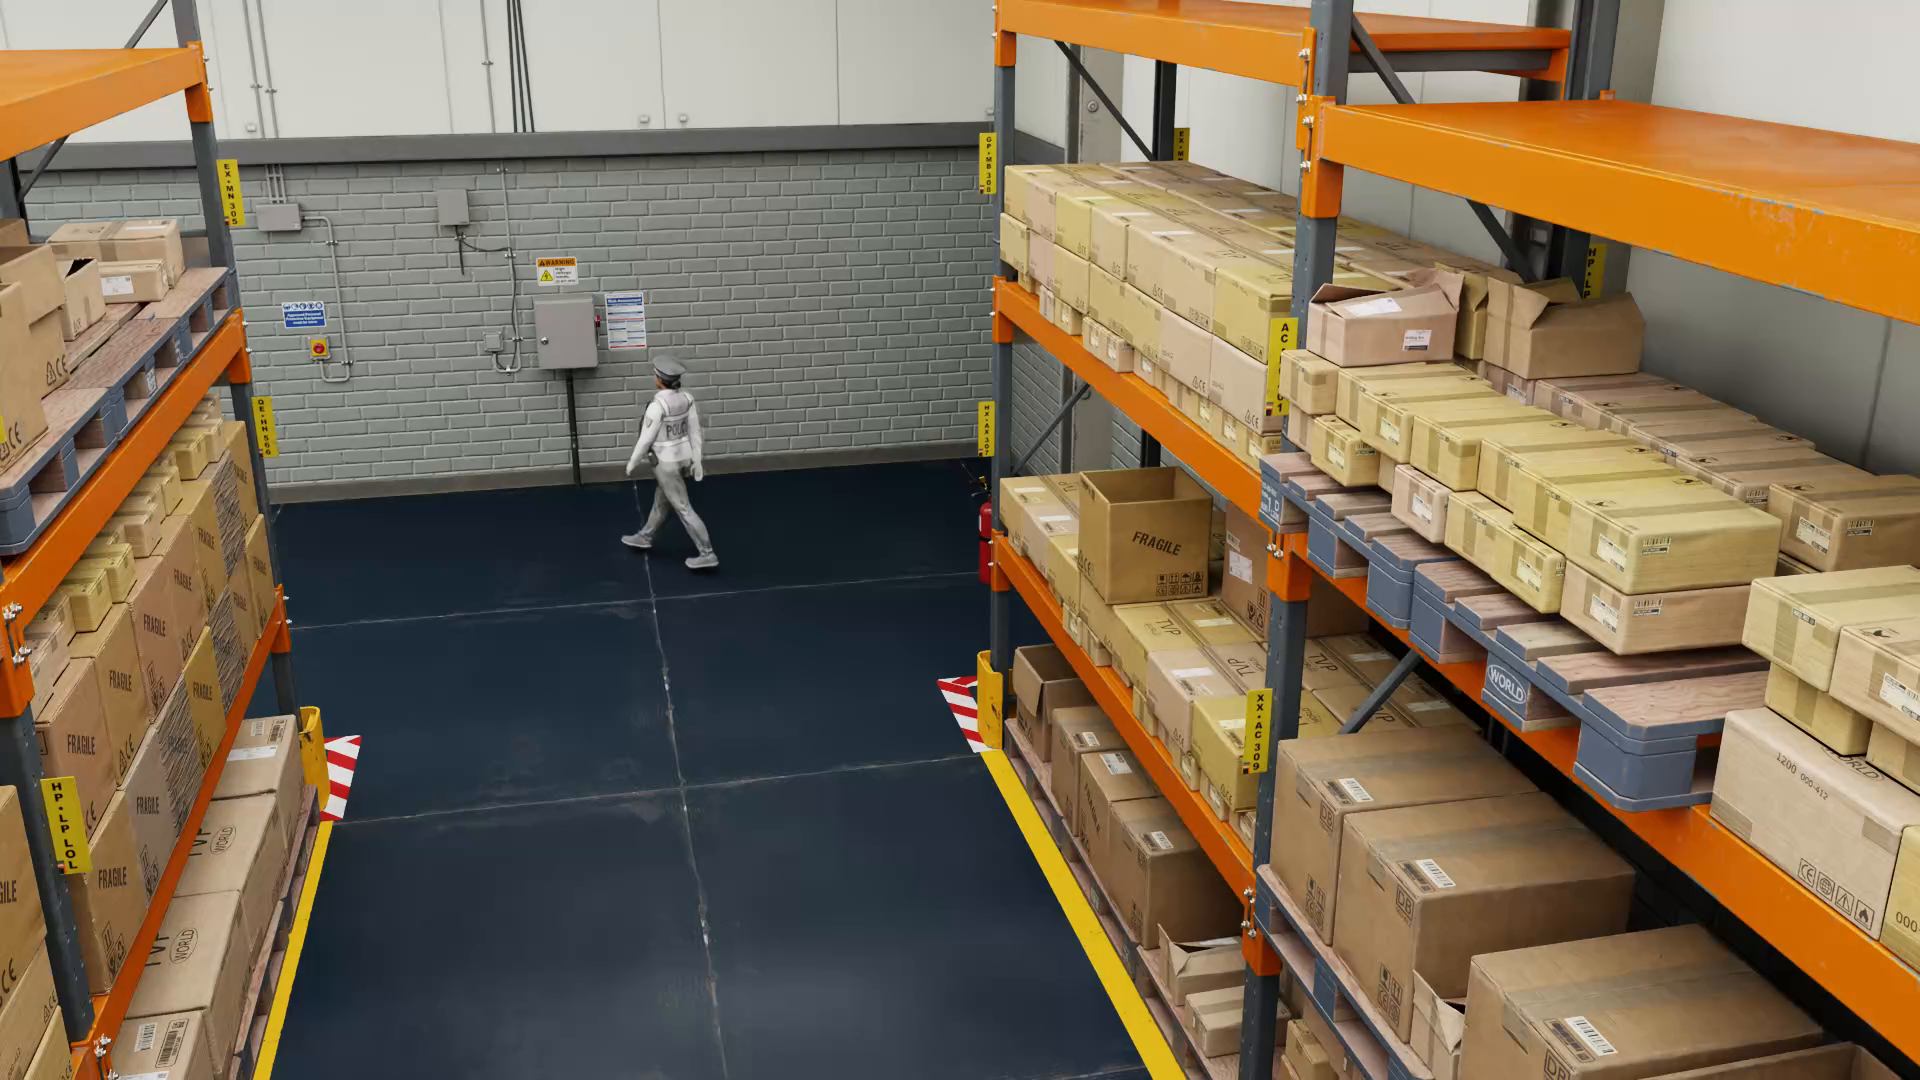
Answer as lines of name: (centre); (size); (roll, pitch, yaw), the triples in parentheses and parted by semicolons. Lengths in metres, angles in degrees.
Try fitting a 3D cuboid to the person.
person: (-2.292, -0.623, 12.719); (1.015, 1.629, 0.494); (10, 22, 26)
